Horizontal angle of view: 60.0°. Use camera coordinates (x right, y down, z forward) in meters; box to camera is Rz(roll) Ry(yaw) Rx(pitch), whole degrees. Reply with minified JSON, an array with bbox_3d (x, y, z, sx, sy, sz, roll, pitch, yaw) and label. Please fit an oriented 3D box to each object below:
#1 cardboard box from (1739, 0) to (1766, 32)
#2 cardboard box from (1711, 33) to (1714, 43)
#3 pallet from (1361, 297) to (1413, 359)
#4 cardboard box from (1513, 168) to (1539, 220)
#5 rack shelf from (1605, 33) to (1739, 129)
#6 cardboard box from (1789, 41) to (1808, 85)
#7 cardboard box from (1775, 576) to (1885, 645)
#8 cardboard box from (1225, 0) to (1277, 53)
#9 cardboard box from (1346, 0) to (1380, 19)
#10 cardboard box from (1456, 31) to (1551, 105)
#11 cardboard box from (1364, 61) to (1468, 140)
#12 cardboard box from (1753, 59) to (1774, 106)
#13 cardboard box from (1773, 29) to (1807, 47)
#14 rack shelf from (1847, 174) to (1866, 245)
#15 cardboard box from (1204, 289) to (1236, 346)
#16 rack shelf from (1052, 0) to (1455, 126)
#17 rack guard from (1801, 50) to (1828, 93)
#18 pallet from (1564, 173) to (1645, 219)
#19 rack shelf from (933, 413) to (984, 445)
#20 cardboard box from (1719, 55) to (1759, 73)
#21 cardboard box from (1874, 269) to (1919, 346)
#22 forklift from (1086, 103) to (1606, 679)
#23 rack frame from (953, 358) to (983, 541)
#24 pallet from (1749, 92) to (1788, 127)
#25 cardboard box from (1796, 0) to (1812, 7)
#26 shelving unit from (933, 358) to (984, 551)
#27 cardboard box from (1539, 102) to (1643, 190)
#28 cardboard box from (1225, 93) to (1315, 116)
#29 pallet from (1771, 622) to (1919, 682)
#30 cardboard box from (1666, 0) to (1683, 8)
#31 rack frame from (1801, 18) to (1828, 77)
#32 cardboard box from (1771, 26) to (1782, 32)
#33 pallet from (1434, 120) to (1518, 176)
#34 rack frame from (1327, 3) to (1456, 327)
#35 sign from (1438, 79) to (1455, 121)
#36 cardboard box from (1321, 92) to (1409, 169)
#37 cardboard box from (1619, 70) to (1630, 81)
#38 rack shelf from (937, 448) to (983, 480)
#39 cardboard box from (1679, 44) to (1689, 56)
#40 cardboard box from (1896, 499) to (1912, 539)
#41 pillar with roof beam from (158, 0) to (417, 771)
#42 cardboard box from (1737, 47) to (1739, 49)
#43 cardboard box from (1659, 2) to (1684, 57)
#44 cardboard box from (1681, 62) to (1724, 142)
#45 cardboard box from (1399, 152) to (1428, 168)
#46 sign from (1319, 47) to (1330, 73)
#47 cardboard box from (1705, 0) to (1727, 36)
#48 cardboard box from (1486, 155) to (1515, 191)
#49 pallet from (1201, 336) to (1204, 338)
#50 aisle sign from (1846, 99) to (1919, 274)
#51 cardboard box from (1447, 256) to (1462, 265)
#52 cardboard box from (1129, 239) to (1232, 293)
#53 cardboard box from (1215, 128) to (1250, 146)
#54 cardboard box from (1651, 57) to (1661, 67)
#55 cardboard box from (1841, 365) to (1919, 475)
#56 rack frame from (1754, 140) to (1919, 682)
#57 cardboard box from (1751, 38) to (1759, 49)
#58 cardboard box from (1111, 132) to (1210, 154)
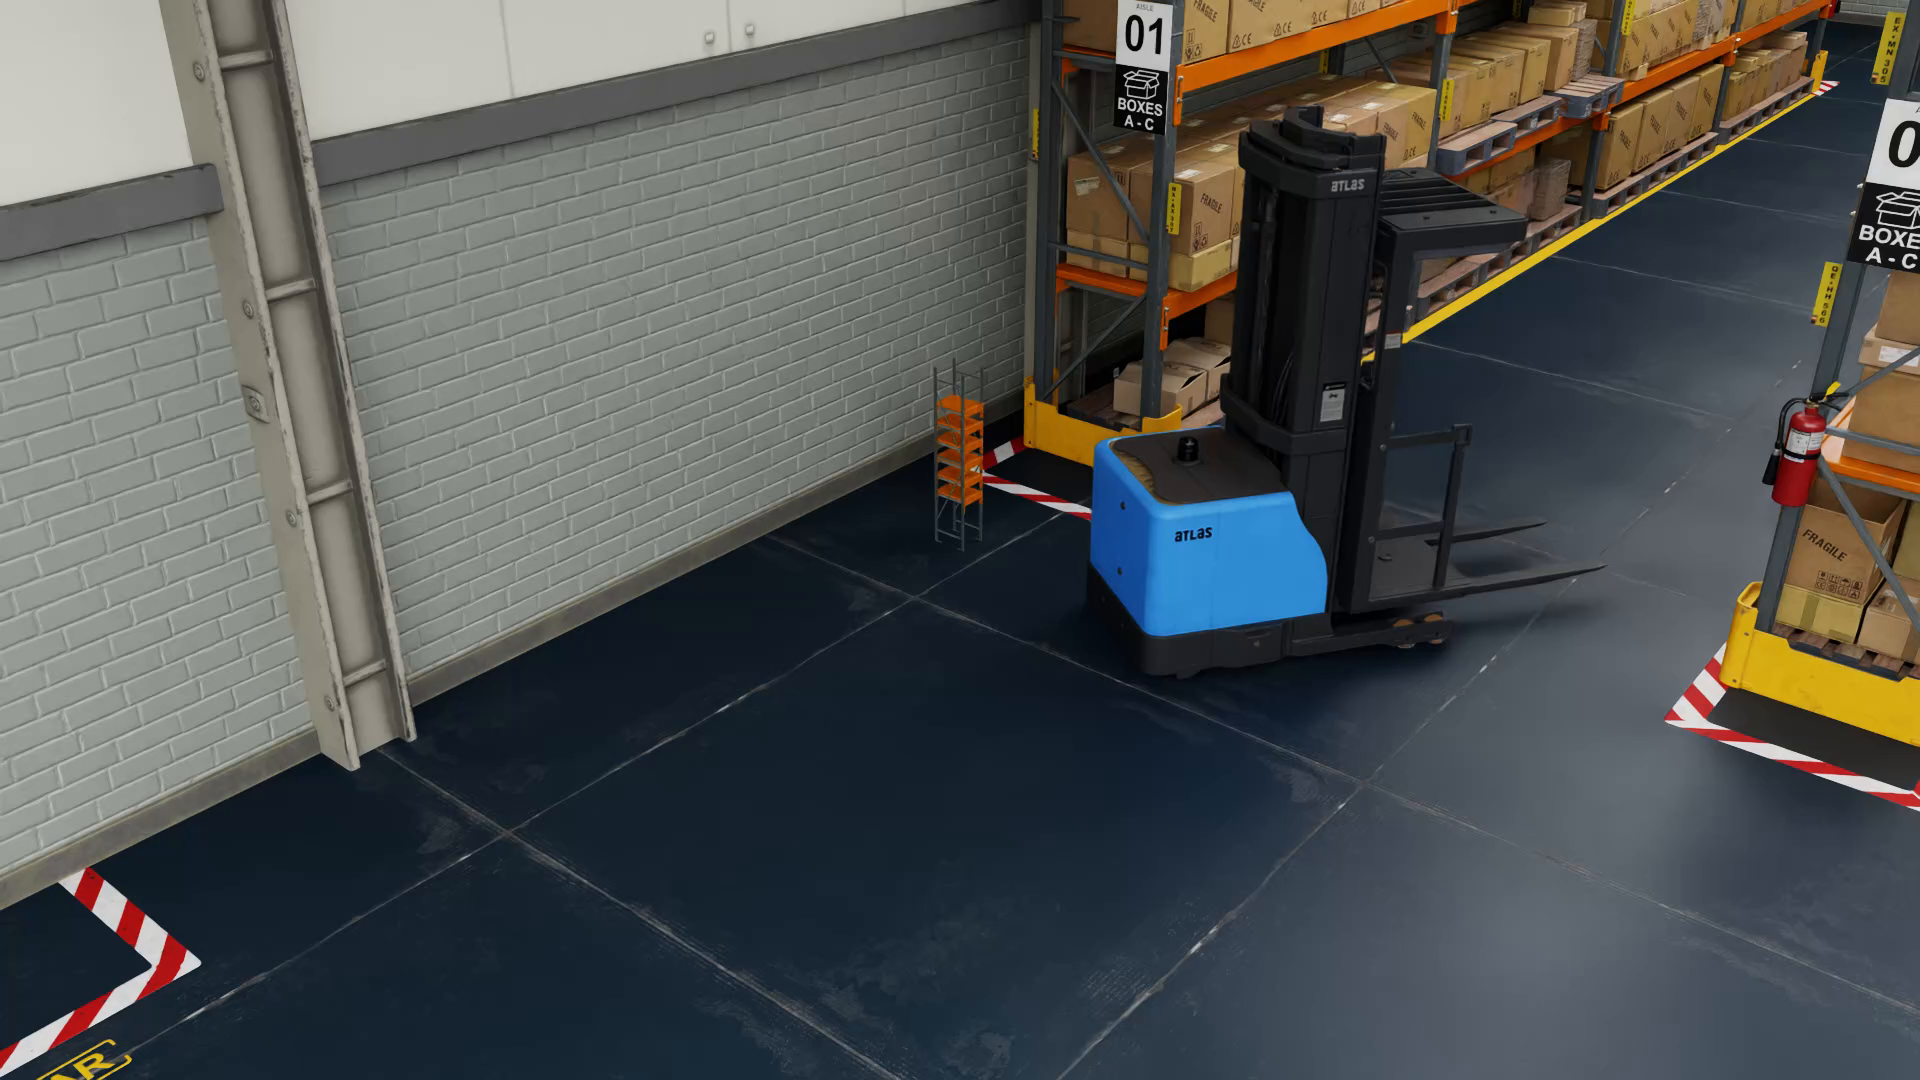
[{"bbox_3d":[8.936,-6.469,19.664,0.980,0.700,0.700,21,34,35],"label":"cardboard box"},{"bbox_3d":[8.240,-5.668,18.694,0.380,0.149,0.250,22,35,36],"label":"cardboard box"},{"bbox_3d":[3.090,-1.825,14.048,1.003,0.211,1.213,21,34,34],"label":"pallet"},{"bbox_3d":[5.199,-3.396,16.292,0.700,0.500,0.500,21,34,34],"label":"cardboard box"},{"bbox_3d":[7.306,-5.120,18.165,1.077,0.370,4.000,21,34,34],"label":"rack shelf"},{"bbox_3d":[10.754,-6.366,22.054,0.700,0.500,0.500,21,34,34],"label":"cardboard box"},{"bbox_3d":[4.883,0.311,9.420,0.500,0.250,0.500,21,34,34],"label":"cardboard box"},{"bbox_3d":[1.720,-3.505,10.865,0.500,0.500,0.500,23,35,38],"label":"cardboard box"},{"bbox_3d":[2.705,-4.063,11.945,0.500,0.500,0.500,19,33,33],"label":"cardboard box"},{"bbox_3d":[4.967,-4.352,15.311,0.700,0.500,0.500,21,34,34],"label":"cardboard box"},{"bbox_3d":[3.840,-3.722,14.093,0.700,0.500,0.500,21,34,35],"label":"cardboard box"},{"bbox_3d":[9.783,-5.818,20.996,0.700,0.500,0.500,22,34,36],"label":"cardboard box"},{"bbox_3d":[10.813,-6.555,21.714,0.380,0.149,0.250,20,34,34],"label":"cardboard box"},{"bbox_3d":[6.042,-2.169,9.197,1.077,0.370,4.000,21,34,34],"label":"rack shelf"},{"bbox_3d":[2.323,-1.646,12.908,0.700,0.500,0.500,18,33,31],"label":"cardboard box"},{"bbox_3d":[2.218,-3.616,11.993,1.077,0.370,4.000,21,34,34],"label":"rack shelf"},{"bbox_3d":[11.138,-6.465,22.703,1.175,0.500,0.348,21,34,34],"label":"rack guard"},{"bbox_3d":[6.594,-3.749,17.768,1.003,0.211,1.213,21,34,34],"label":"pallet"},{"bbox_3d":[-0.009,-0.701,10.375,0.258,0.103,0.180,21,34,34],"label":"rack shelf"},{"bbox_3d":[9.492,-5.816,20.286,0.380,0.149,0.250,22,35,36],"label":"cardboard box"},{"bbox_3d":[5.111,-1.249,8.378,0.700,0.500,0.500,21,34,35],"label":"cardboard box"},{"bbox_3d":[2.329,-0.904,9.307,3.031,2.935,1.130,-8,28,-14],"label":"forklift"},{"bbox_3d":[0.049,-0.560,10.527,0.240,1.200,0.006,21,34,34],"label":"rack frame"},{"bbox_3d":[9.898,-5.591,21.328,1.003,0.211,1.213,21,34,34],"label":"pallet"},{"bbox_3d":[10.352,-7.255,21.183,0.980,0.700,0.700,20,34,34],"label":"cardboard box"},{"bbox_3d":[-0.009,-0.528,10.464,0.258,1.200,0.189,21,34,34],"label":"shelving unit"},{"bbox_3d":[6.603,-4.184,17.457,0.750,0.750,0.750,20,34,34],"label":"cardboard box"},{"bbox_3d":[2.376,-3.124,12.850,0.500,0.500,0.500,22,34,36],"label":"cardboard box"},{"bbox_3d":[5.224,0.508,9.539,1.003,0.211,1.213,21,34,34],"label":"pallet"},{"bbox_3d":[7.178,-5.704,17.240,0.500,0.250,0.500,21,34,35],"label":"cardboard box"},{"bbox_3d":[11.123,-7.567,22.112,1.000,3.000,0.127,21,34,34],"label":"rack frame"},{"bbox_3d":[10.680,-6.756,22.103,0.380,0.149,0.250,21,34,35],"label":"cardboard box"},{"bbox_3d":[4.088,-3.455,14.373,1.003,0.211,1.213,21,34,34],"label":"pallet"},{"bbox_3d":[3.490,-3.312,13.888,1.000,3.000,0.127,21,34,34],"label":"rack frame"},{"bbox_3d":[3.913,-3.541,13.388,0.100,0.325,0.005,21,34,34],"label":"sign"},{"bbox_3d":[3.115,-3.151,12.901,0.500,0.500,0.500,21,34,34],"label":"cardboard box"},{"bbox_3d":[6.589,-4.763,16.945,0.380,0.149,0.250,21,34,35],"label":"cardboard box"},{"bbox_3d":[-0.009,-0.488,10.485,0.258,0.103,0.180,21,34,34],"label":"rack shelf"},{"bbox_3d":[7.740,-5.406,18.186,0.380,0.149,0.250,20,33,33],"label":"cardboard box"},{"bbox_3d":[5.507,-0.382,9.943,0.500,0.500,0.500,21,34,34],"label":"cardboard box"},{"bbox_3d":[0.229,-1.674,4.192,9.100,9.000,0.400,21,34,34],"label":"pillar with roof beam"},{"bbox_3d":[9.550,-6.125,20.883,0.380,0.149,0.250,21,34,35],"label":"cardboard box"},{"bbox_3d":[7.197,-5.372,17.415,0.500,0.500,0.500,21,34,34],"label":"cardboard box"},{"bbox_3d":[8.265,-5.112,19.249,0.750,0.750,0.750,21,34,35],"label":"cardboard box"},{"bbox_3d":[3.422,-2.998,13.422,0.500,0.250,0.500,21,34,35],"label":"cardboard box"},{"bbox_3d":[3.059,-3.987,13.933,0.100,0.325,0.005,21,34,34],"label":"sign"},{"bbox_3d":[8.162,-5.913,18.461,0.500,0.500,0.500,21,34,35],"label":"cardboard box"},{"bbox_3d":[4.882,-3.510,15.697,0.500,0.250,0.500,21,34,34],"label":"cardboard box"},{"bbox_3d":[2.314,-1.391,13.208,1.003,0.211,1.213,21,34,34],"label":"pallet"},{"bbox_3d":[4.502,-1.665,7.874,0.394,0.787,0.004,21,34,34],"label":"aisle sign"},{"bbox_3d":[4.235,-2.861,15.257,0.700,0.500,0.500,20,33,33],"label":"cardboard box"},{"bbox_3d":[1.501,-1.916,11.331,0.500,0.250,0.500,20,33,33],"label":"cardboard box"},{"bbox_3d":[2.137,-2.604,11.845,0.500,0.500,0.500,19,33,33],"label":"cardboard box"},{"bbox_3d":[7.219,-5.141,17.675,0.380,0.149,0.250,21,34,35],"label":"cardboard box"},{"bbox_3d":[5.077,-0.654,8.640,0.700,0.500,0.500,21,34,34],"label":"cardboard box"},{"bbox_3d":[4.770,-0.447,8.350,1.000,3.000,0.127,21,34,34],"label":"rack frame"},{"bbox_3d":[10.037,-6.398,21.410,0.380,0.149,0.250,21,34,35],"label":"cardboard box"},{"bbox_3d":[1.409,-2.574,11.786,0.500,0.500,0.500,21,34,35],"label":"cardboard box"}]
